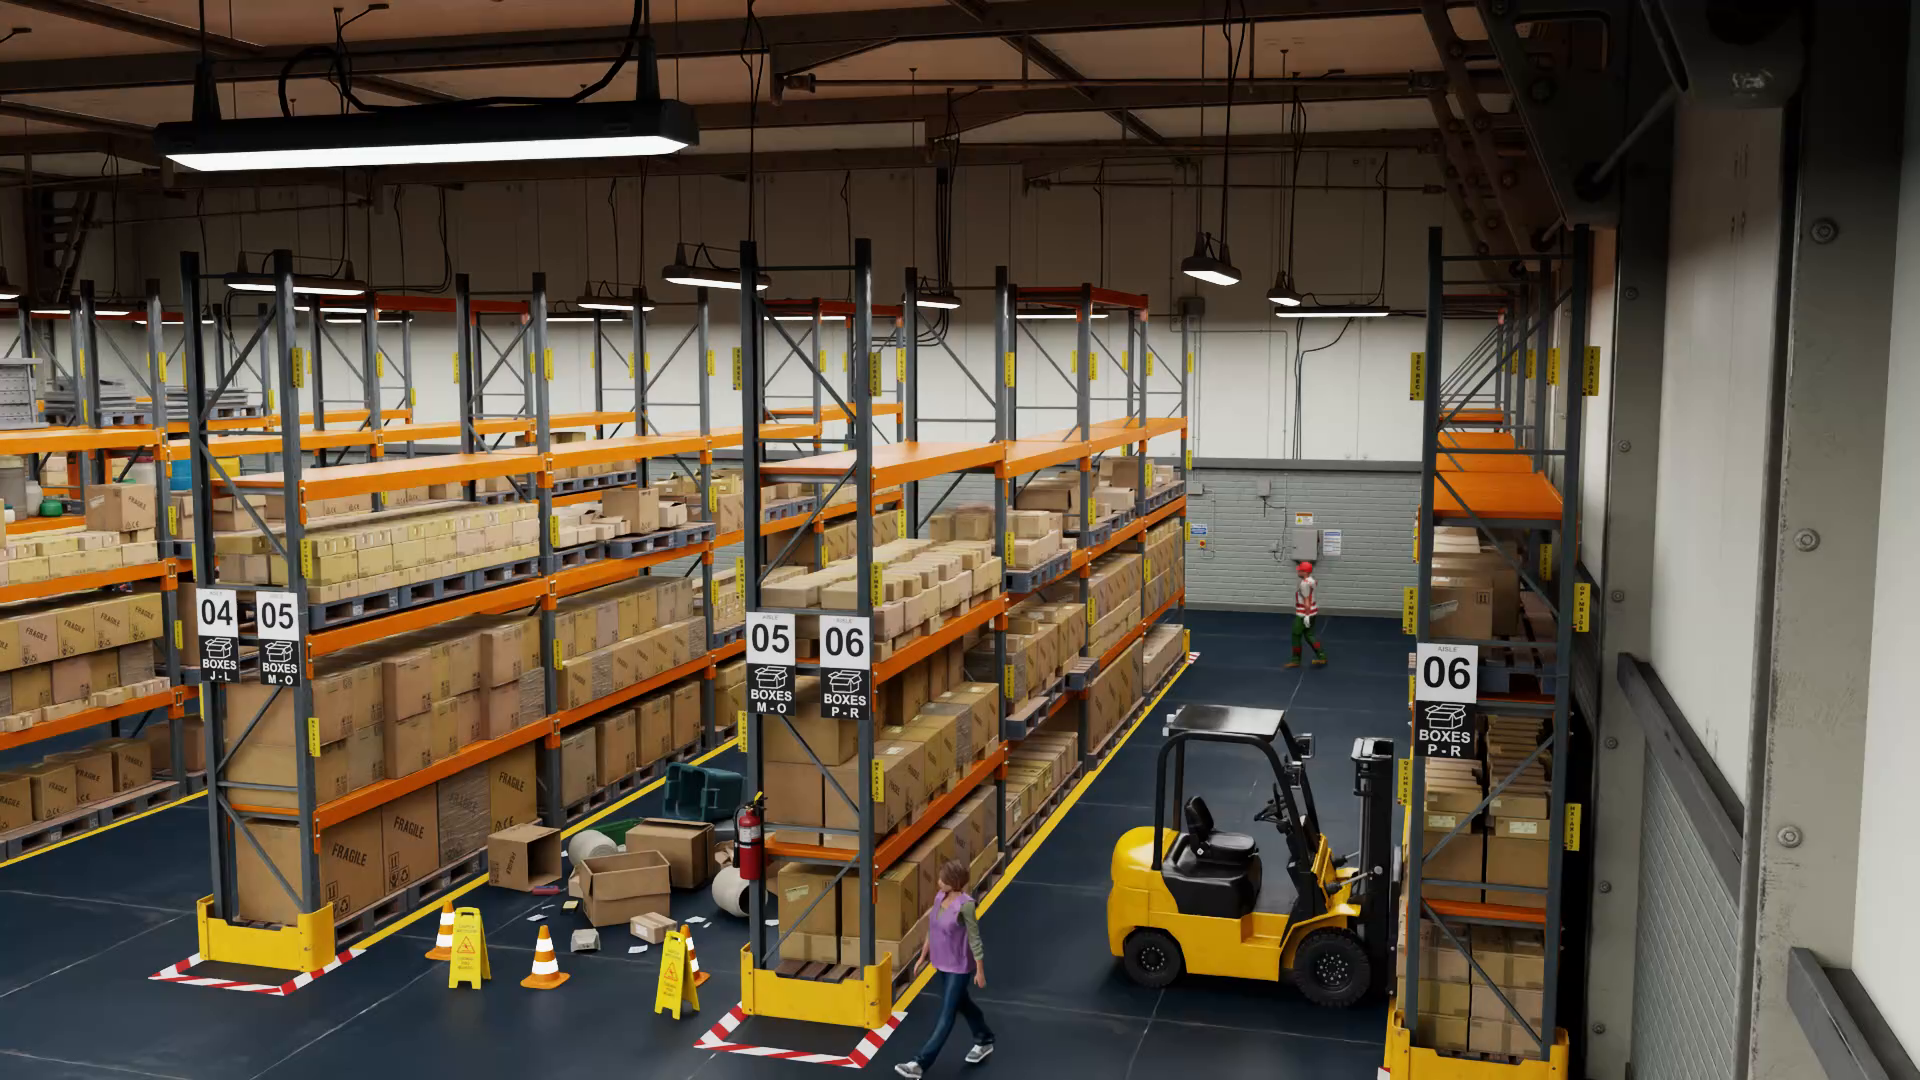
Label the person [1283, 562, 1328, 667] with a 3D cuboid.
[{"bbox_3d":[5.695,1.239,27.386,0.748,1.782,0.630,3,7,28],"label":"person"}]

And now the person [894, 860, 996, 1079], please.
[{"bbox_3d":[-0.133,3.057,11.897,0.978,1.546,0.446,-4,8,-32],"label":"person"}]
